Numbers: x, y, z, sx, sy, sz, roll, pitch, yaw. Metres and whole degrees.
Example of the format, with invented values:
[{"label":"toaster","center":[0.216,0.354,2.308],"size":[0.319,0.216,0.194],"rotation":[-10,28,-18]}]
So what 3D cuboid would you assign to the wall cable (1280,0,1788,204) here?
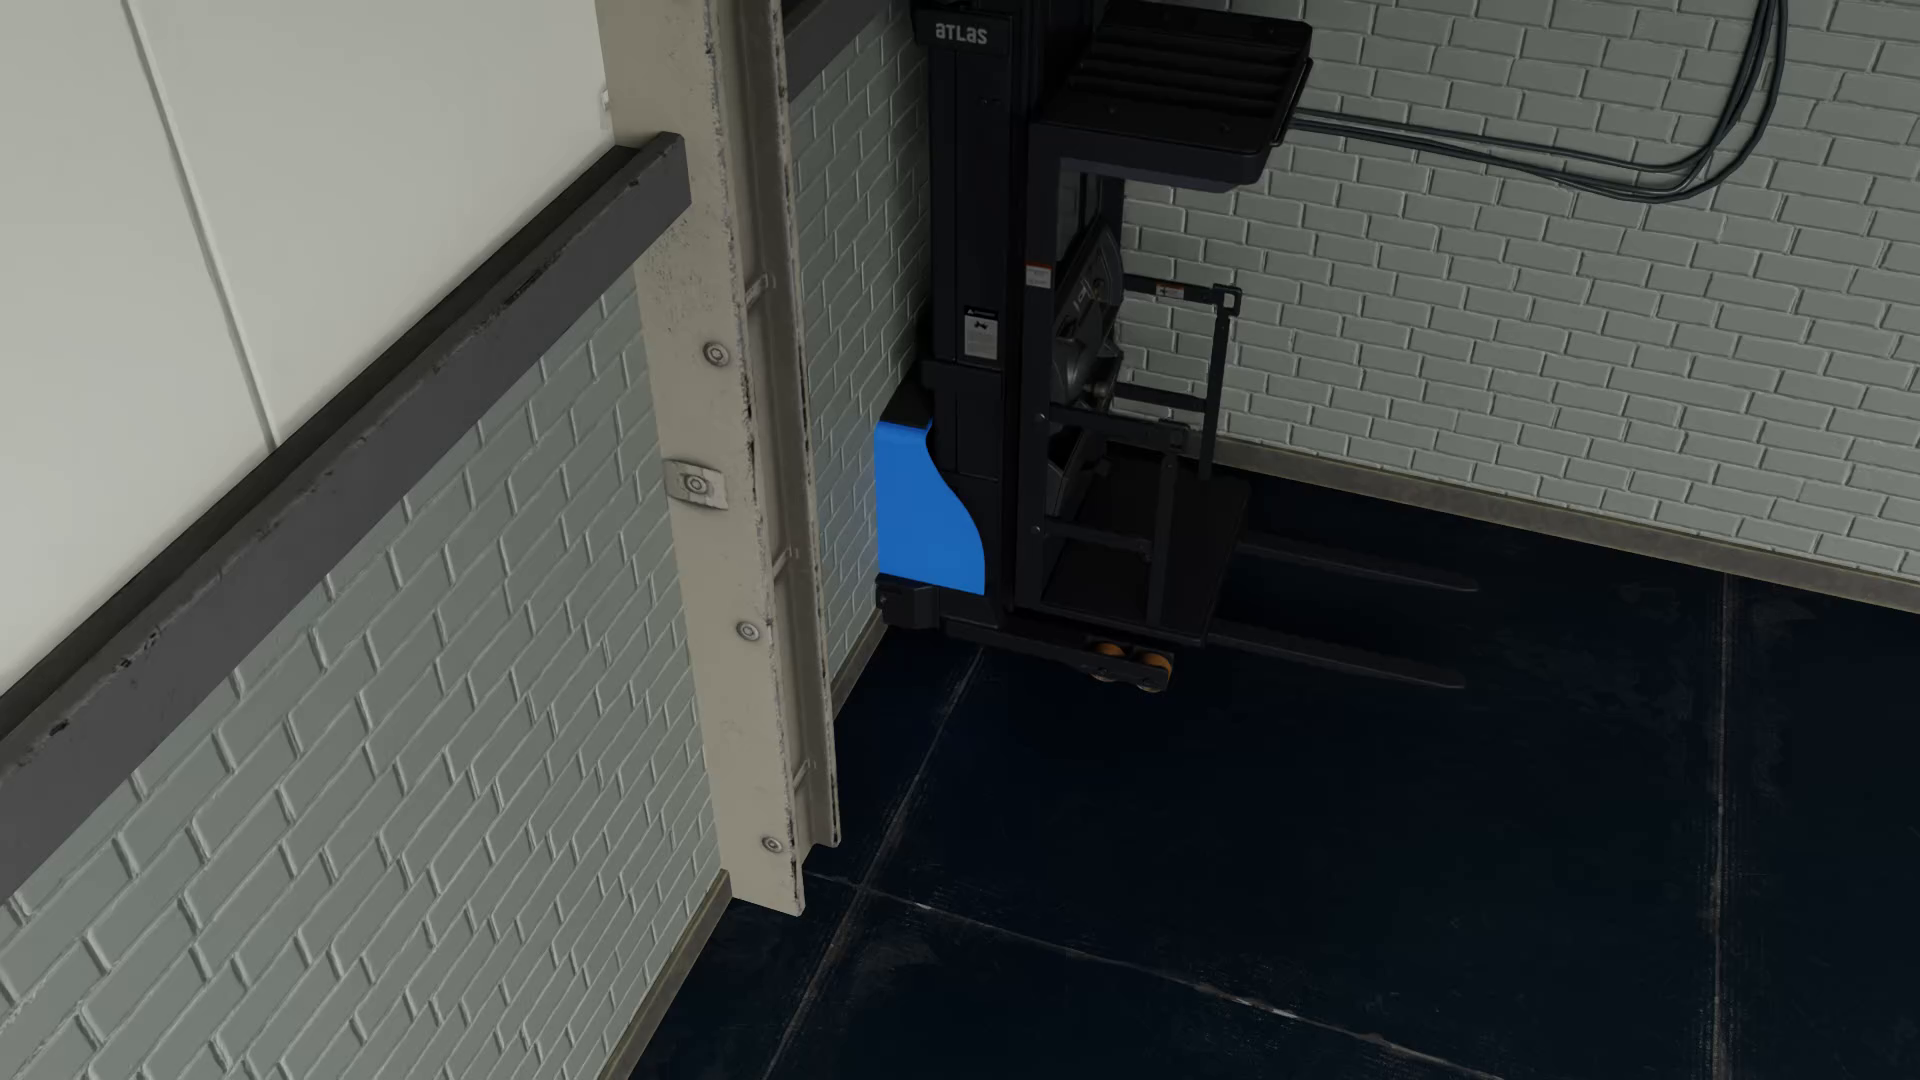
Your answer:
[{"label":"wall cable","center":[1.586,-2.521,6.118],"size":[3.097,2.526,0.112],"rotation":[13,42,15]}]

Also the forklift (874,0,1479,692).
[{"label":"forklift","center":[0.690,-0.868,6.463],"size":[3.031,2.935,1.130],"rotation":[12,42,14]}]

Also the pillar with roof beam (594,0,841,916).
[{"label":"pillar with roof beam","center":[3.381,-1.243,2.228],"size":[9.100,9.000,0.400],"rotation":[13,42,15]}]
